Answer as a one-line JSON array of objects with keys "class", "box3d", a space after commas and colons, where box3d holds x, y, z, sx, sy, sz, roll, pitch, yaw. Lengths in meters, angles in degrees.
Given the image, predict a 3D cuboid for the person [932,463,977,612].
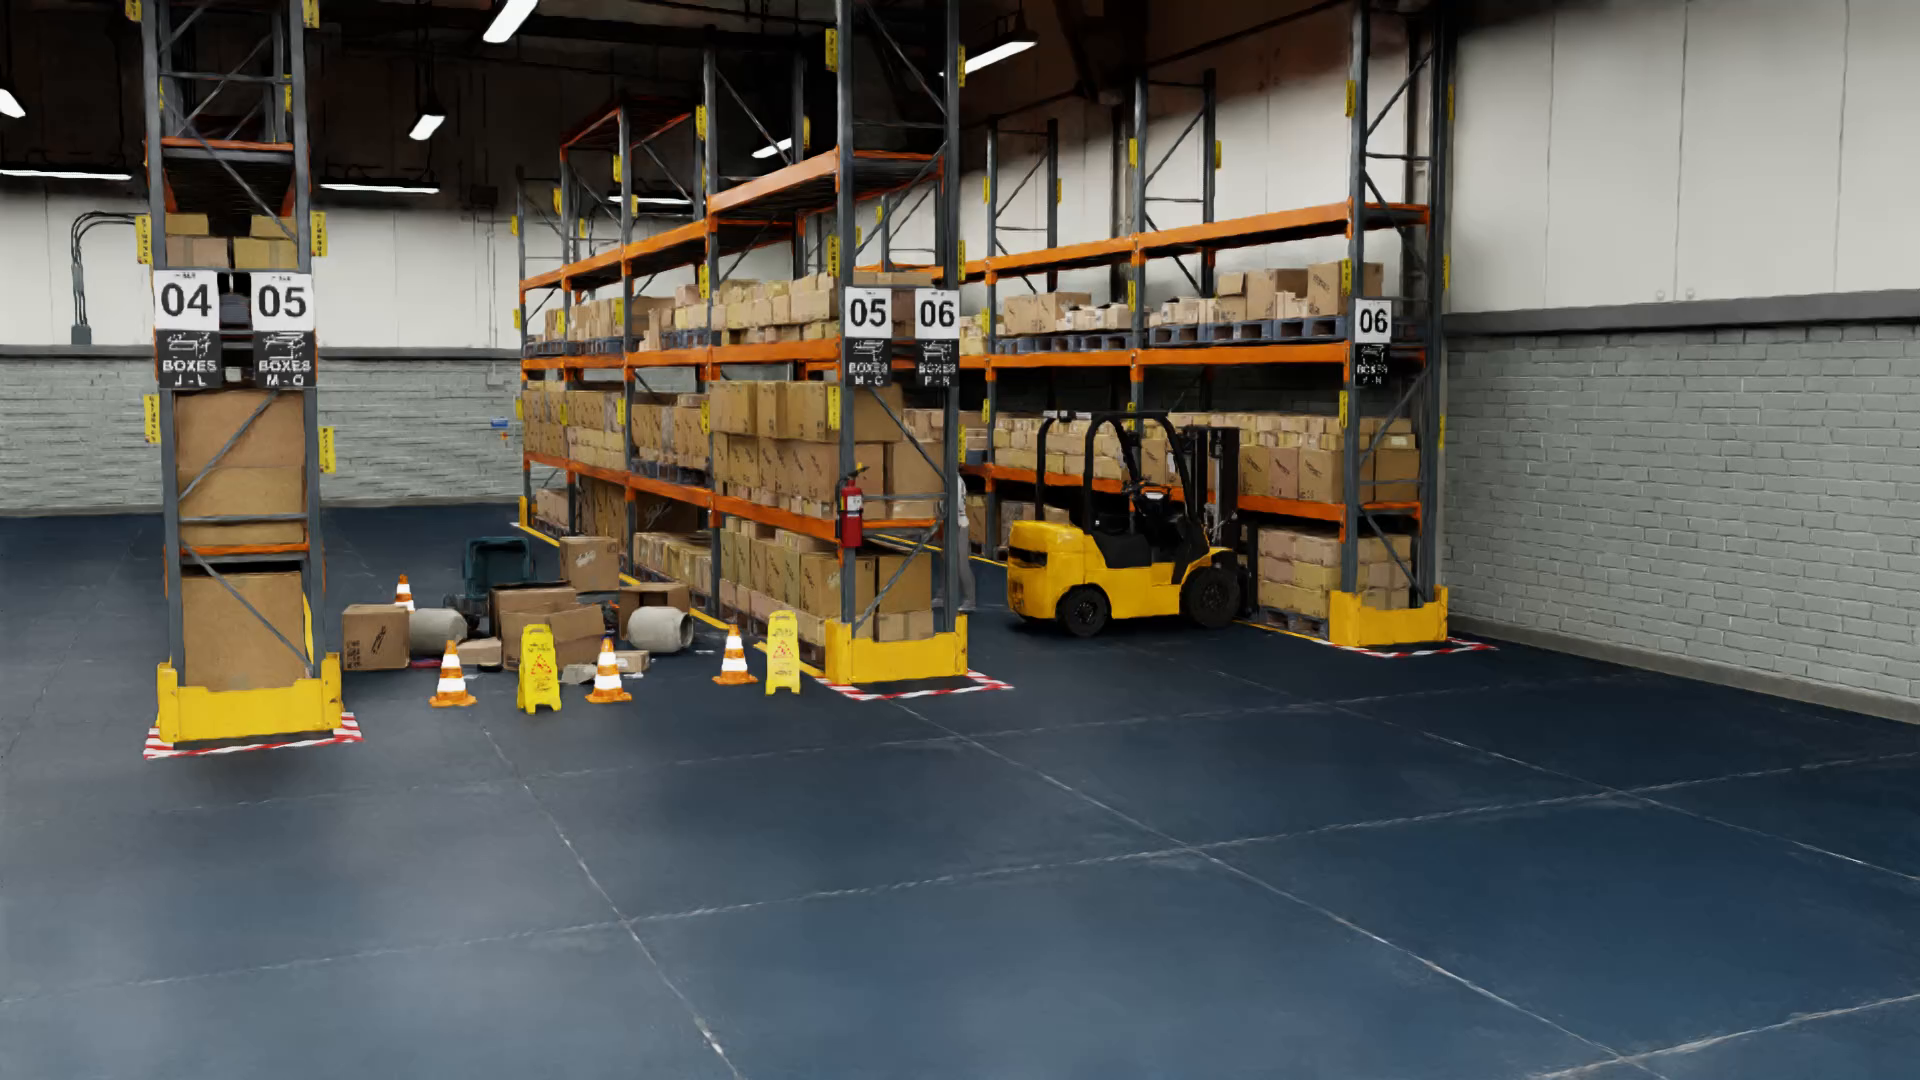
[{"class": "person", "box3d": [-0.115, -0.095, 17.698, 0.557, 1.668, 0.580, -1, 6, -8]}]
